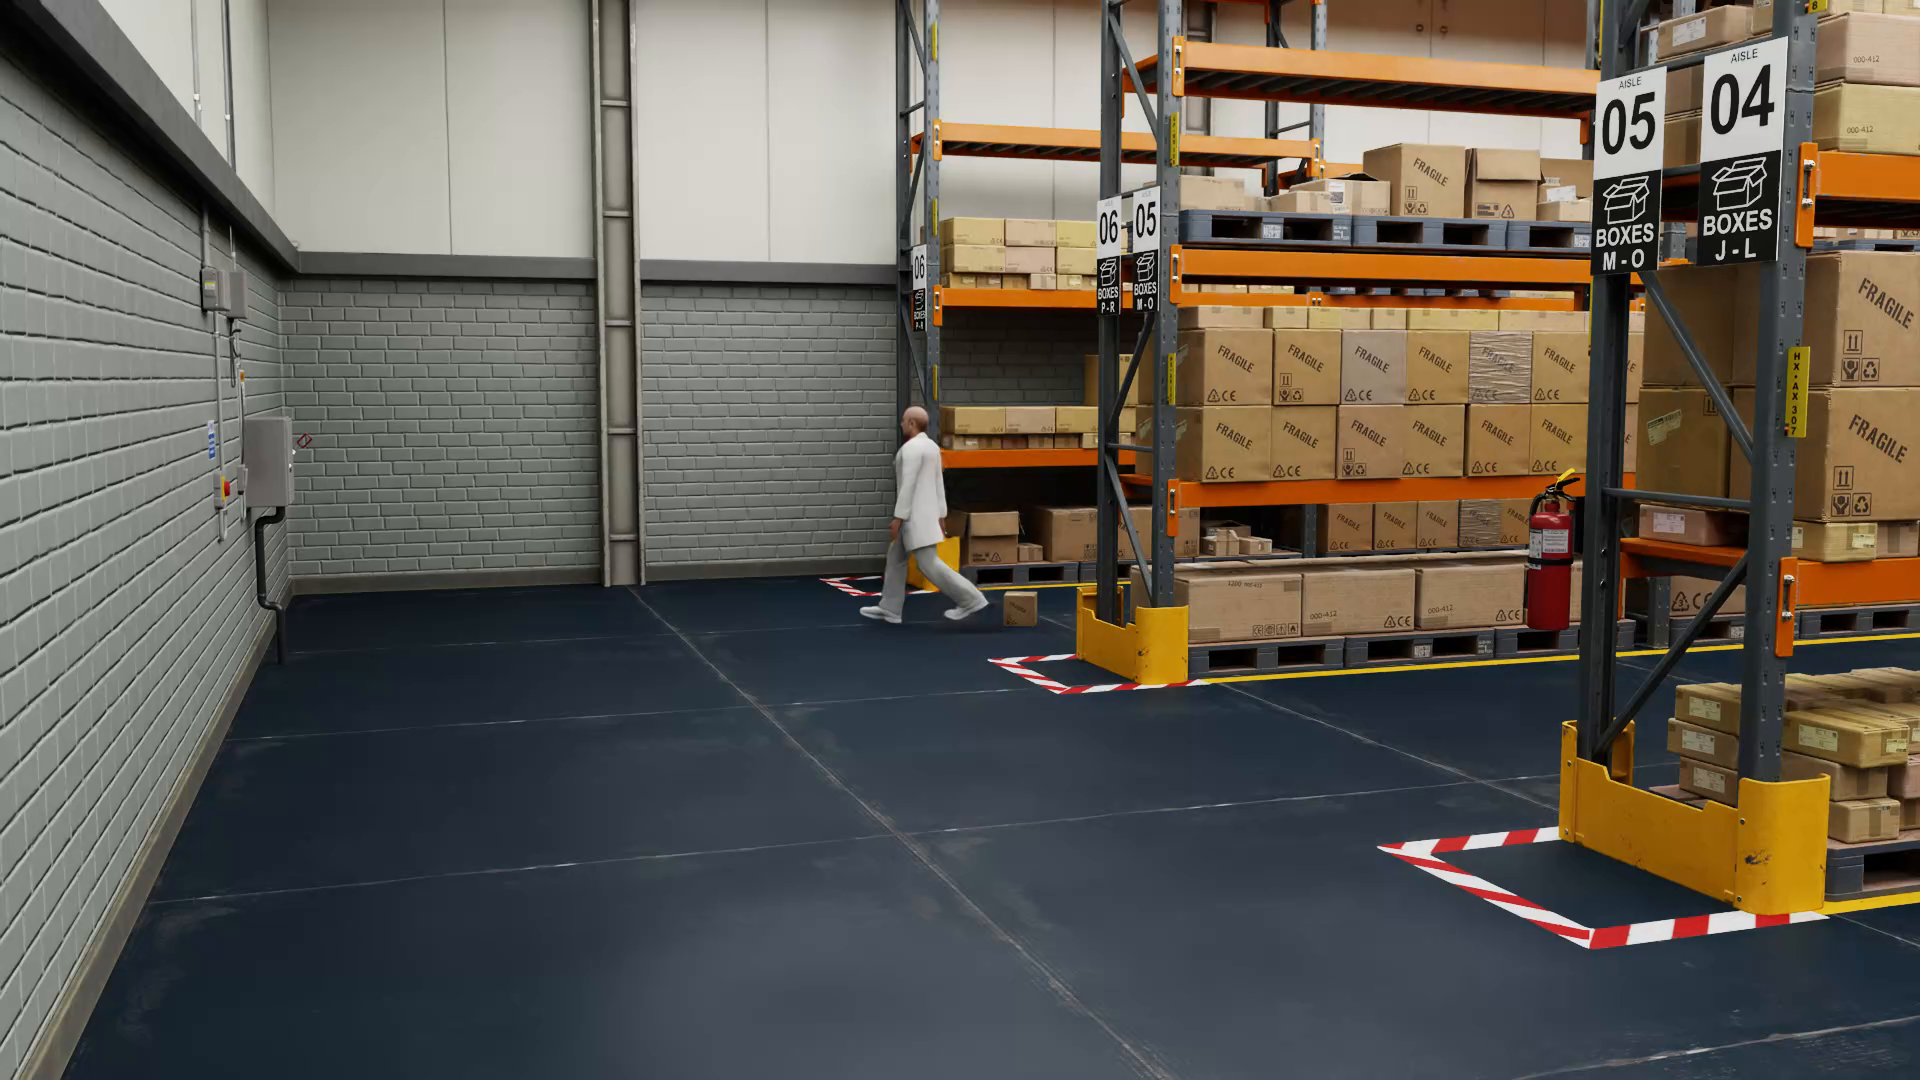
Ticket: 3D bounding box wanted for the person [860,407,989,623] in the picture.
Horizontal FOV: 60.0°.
[{"bbox_3d":[-0.298,-0.185,13.180,1.107,1.738,0.583,1,6,14],"label":"person"}]
